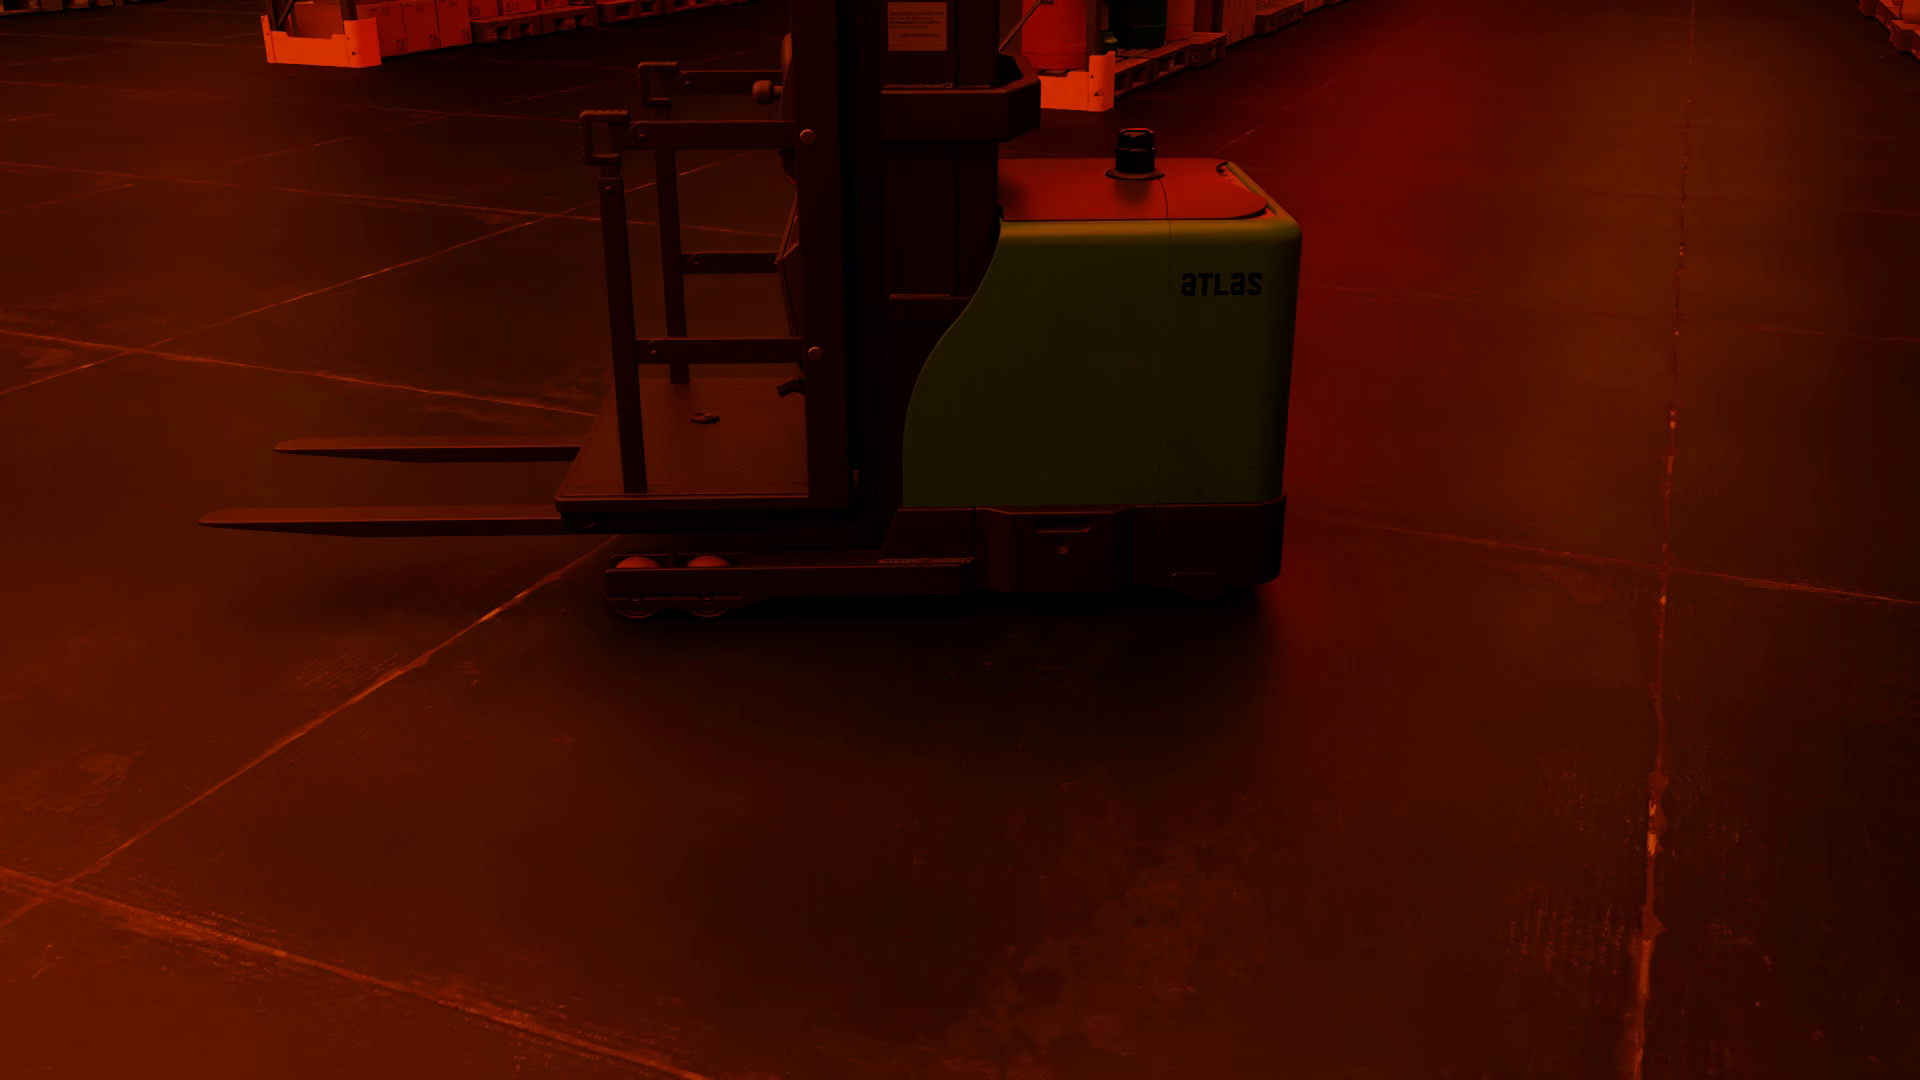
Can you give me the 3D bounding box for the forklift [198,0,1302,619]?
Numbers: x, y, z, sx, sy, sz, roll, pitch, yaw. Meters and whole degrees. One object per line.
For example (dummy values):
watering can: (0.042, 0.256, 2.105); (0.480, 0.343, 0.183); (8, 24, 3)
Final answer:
forklift: (-0.624, -1.344, 4.508); (3.031, 2.935, 1.130); (-1, 23, -2)
